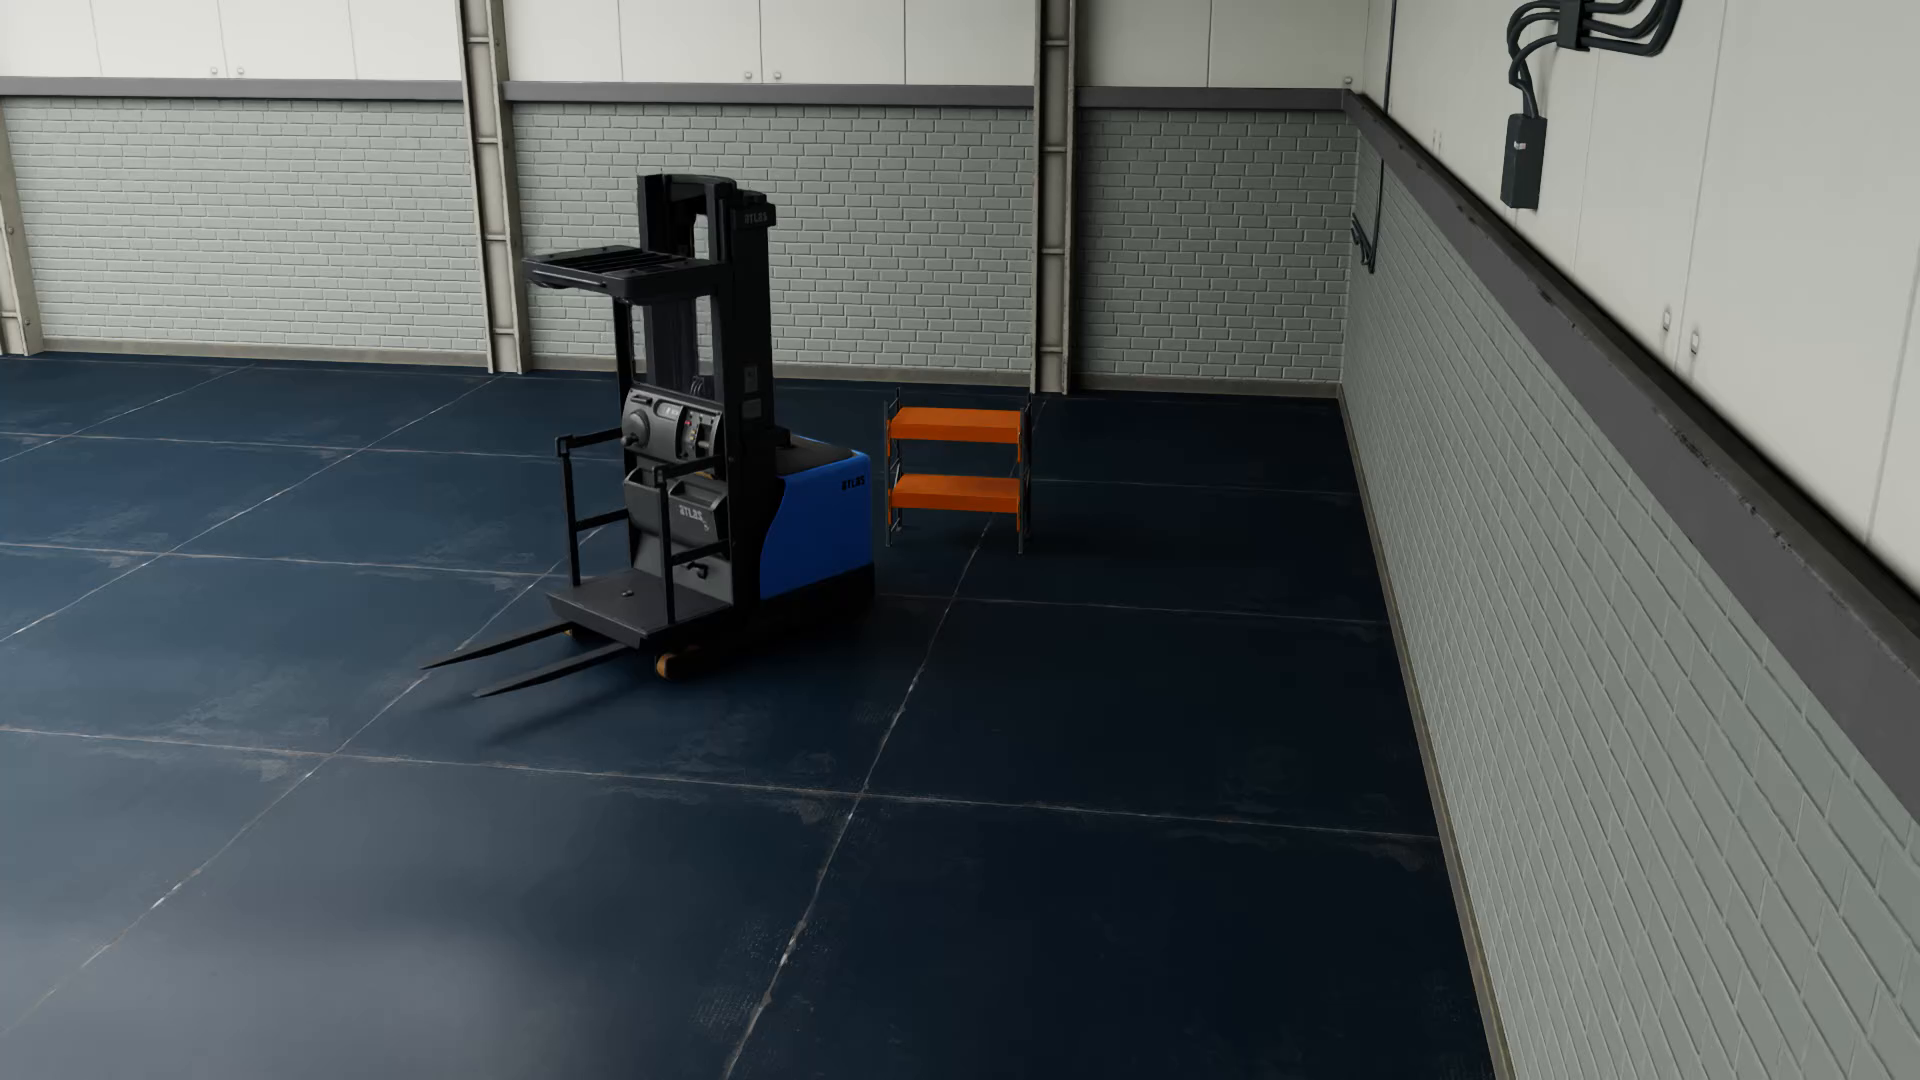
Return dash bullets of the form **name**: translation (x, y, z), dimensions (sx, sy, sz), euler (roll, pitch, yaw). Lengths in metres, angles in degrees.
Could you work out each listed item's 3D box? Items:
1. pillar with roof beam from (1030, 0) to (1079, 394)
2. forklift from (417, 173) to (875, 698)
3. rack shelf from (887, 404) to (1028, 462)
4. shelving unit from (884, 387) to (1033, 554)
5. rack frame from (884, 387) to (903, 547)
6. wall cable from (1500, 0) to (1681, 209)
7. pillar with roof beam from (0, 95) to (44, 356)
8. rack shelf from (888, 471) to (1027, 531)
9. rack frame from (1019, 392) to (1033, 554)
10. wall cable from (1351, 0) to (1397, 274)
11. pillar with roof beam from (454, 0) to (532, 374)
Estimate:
- **pillar with roof beam**: translation (0.269, -4.494, 12.053), dimensions (0.400, 9.000, 9.100), euler (3, 19, 9)
- **forklift**: translation (-1.954, -0.711, 10.310), dimensions (1.130, 2.935, 3.031), euler (16, 25, 40)
- **rack shelf**: translation (-0.007, -0.811, 12.533), dimensions (1.000, 0.278, 0.538), euler (3, 19, 9)
- **shelving unit**: translation (-0.007, -0.534, 12.626), dimensions (1.048, 1.125, 0.538), euler (3, 19, 9)
- **rack frame**: translation (-0.509, -0.559, 12.702), dimensions (0.032, 1.125, 0.500), euler (3, 19, 9)
- **wall cable**: translation (2.129, -3.920, 4.977), dimensions (0.169, 6.003, 2.305), euler (3, 19, 9)
- **pillar with roof beam**: translation (-11.579, -5.098, 13.858), dimensions (0.400, 9.000, 9.100), euler (3, 19, 9)
- **rack shelf**: translation (-0.007, -0.302, 12.703), dimensions (1.000, 0.278, 0.538), euler (3, 19, 9)
- **rack frame**: translation (0.495, -0.508, 12.549), dimensions (0.032, 1.125, 0.500), euler (3, 19, 9)
- **wall cable**: translation (3.651, -3.808, 14.896), dimensions (0.112, 2.526, 3.097), euler (3, 19, 9)
- **pillar with roof beam**: translation (-5.655, -4.796, 12.956), dimensions (0.400, 9.000, 9.100), euler (3, 19, 9)
